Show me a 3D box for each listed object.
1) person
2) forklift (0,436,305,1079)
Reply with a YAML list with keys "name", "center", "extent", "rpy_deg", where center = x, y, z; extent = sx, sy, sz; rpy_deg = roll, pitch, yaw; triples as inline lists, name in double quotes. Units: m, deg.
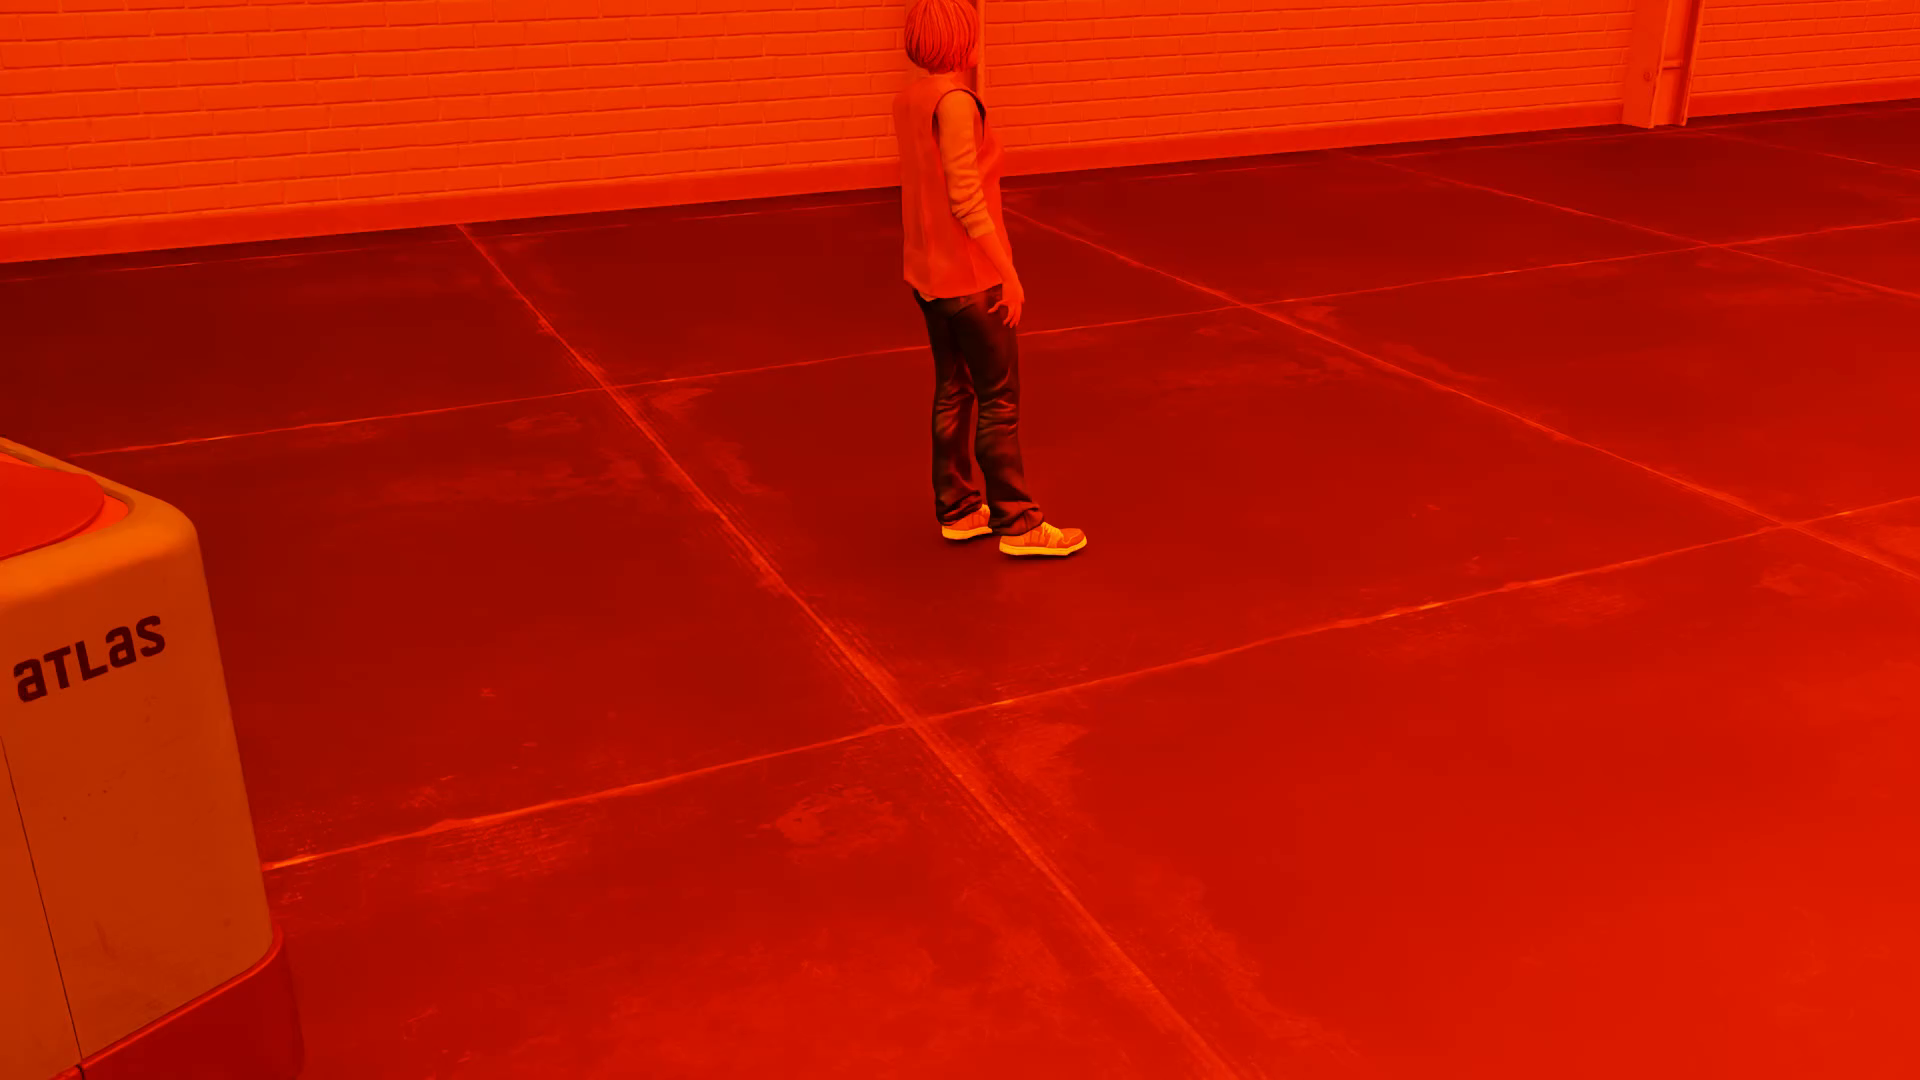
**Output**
- name: "person"
  center: [0.073, -0.751, 4.814]
  extent: [0.476, 1.597, 0.520]
  rpy_deg: [-10, 25, -23]
- name: "forklift"
  center: [-2.382, -0.062, 1.434]
  extent: [1.130, 2.935, 3.031]
  rpy_deg: [16, 27, 33]
